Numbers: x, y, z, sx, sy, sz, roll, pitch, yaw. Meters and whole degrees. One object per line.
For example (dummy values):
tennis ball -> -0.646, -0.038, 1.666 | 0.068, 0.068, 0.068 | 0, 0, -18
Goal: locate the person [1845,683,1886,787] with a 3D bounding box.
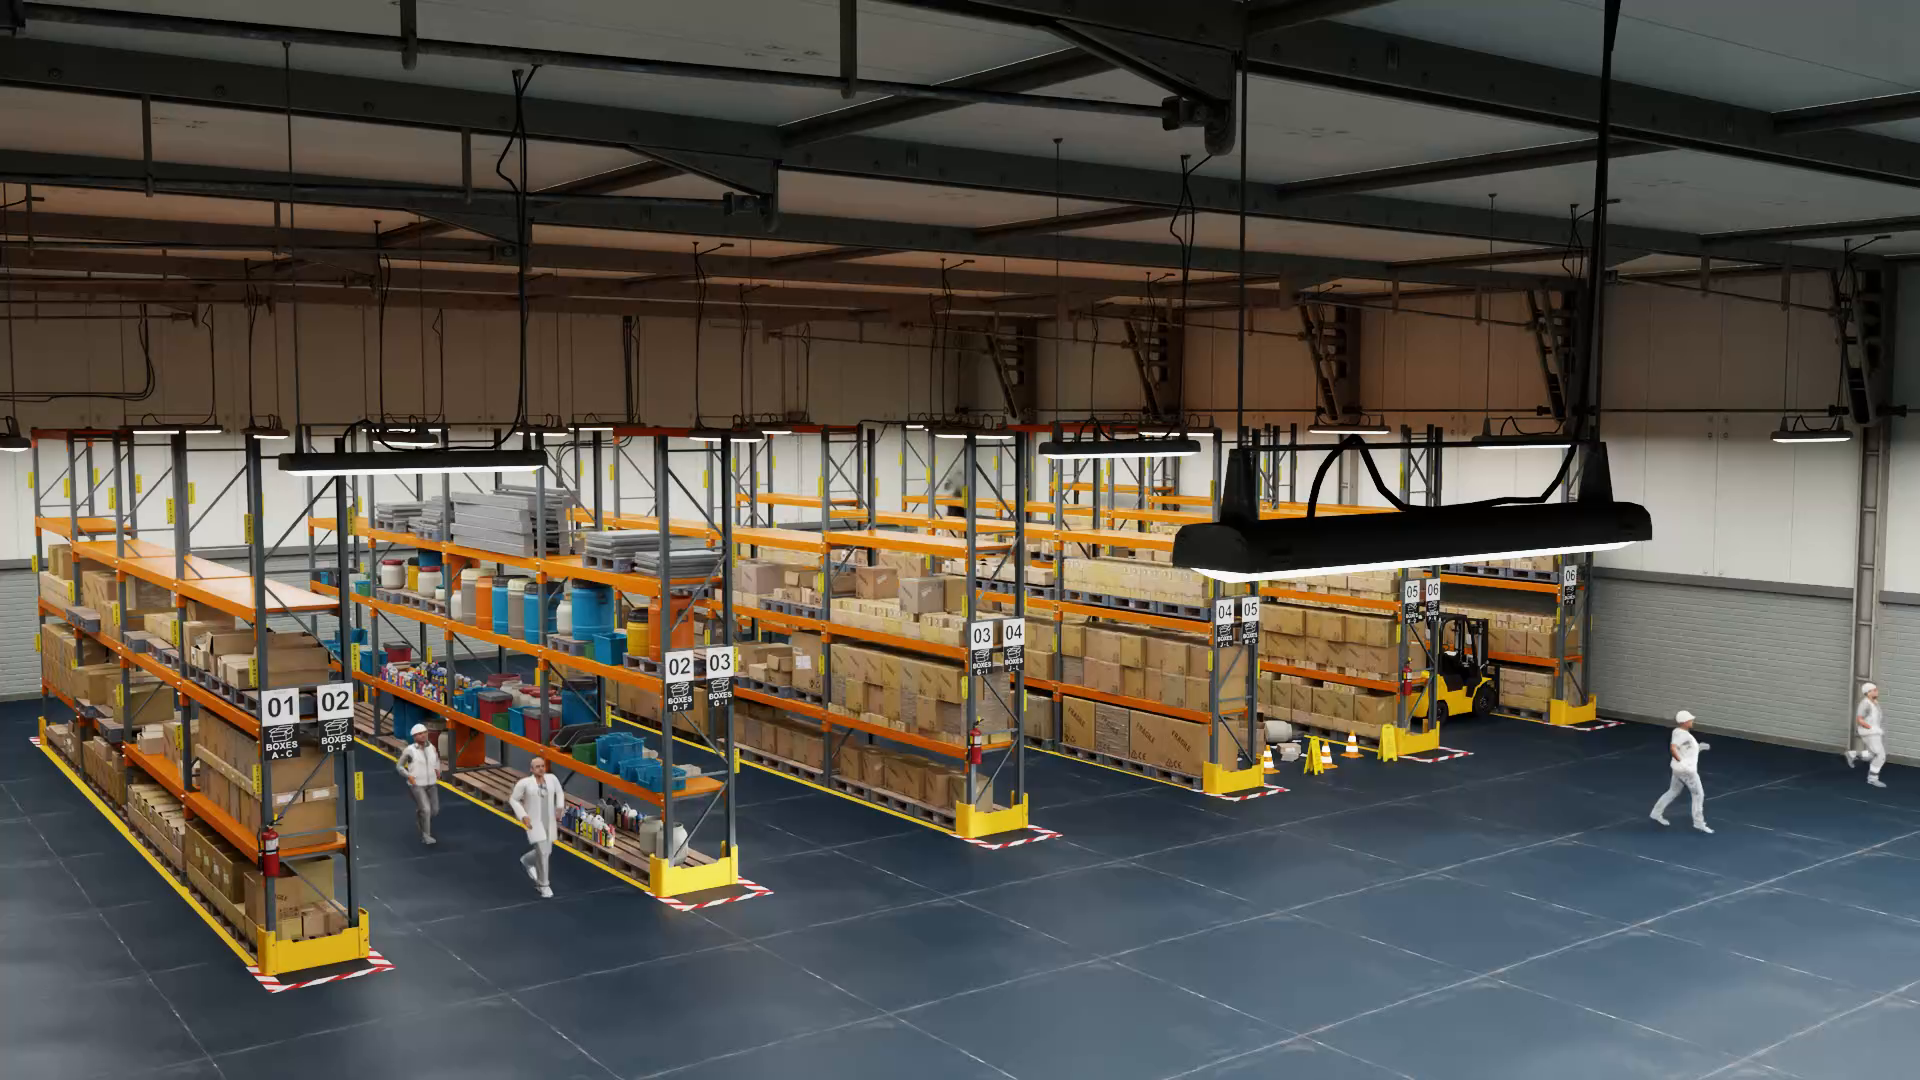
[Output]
person -> 15.329, 3.272, 28.129 | 0.675, 1.721, 0.676 | 4, 6, 40

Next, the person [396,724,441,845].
person -> -7.900, 3.556, 24.348 | 0.725, 1.729, 0.664 | 4, 6, 41

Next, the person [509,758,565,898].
person -> -5.551, 3.740, 21.867 | 0.733, 1.806, 0.853 | -4, 6, -40

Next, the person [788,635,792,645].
person -> -4.374, 2.016, 43.658 | 0.629, 1.780, 0.981 | 3, 5, 34

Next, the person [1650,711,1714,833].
person -> 10.845, 3.464, 24.931 | 0.883, 1.821, 0.674 | 1, 5, 6
